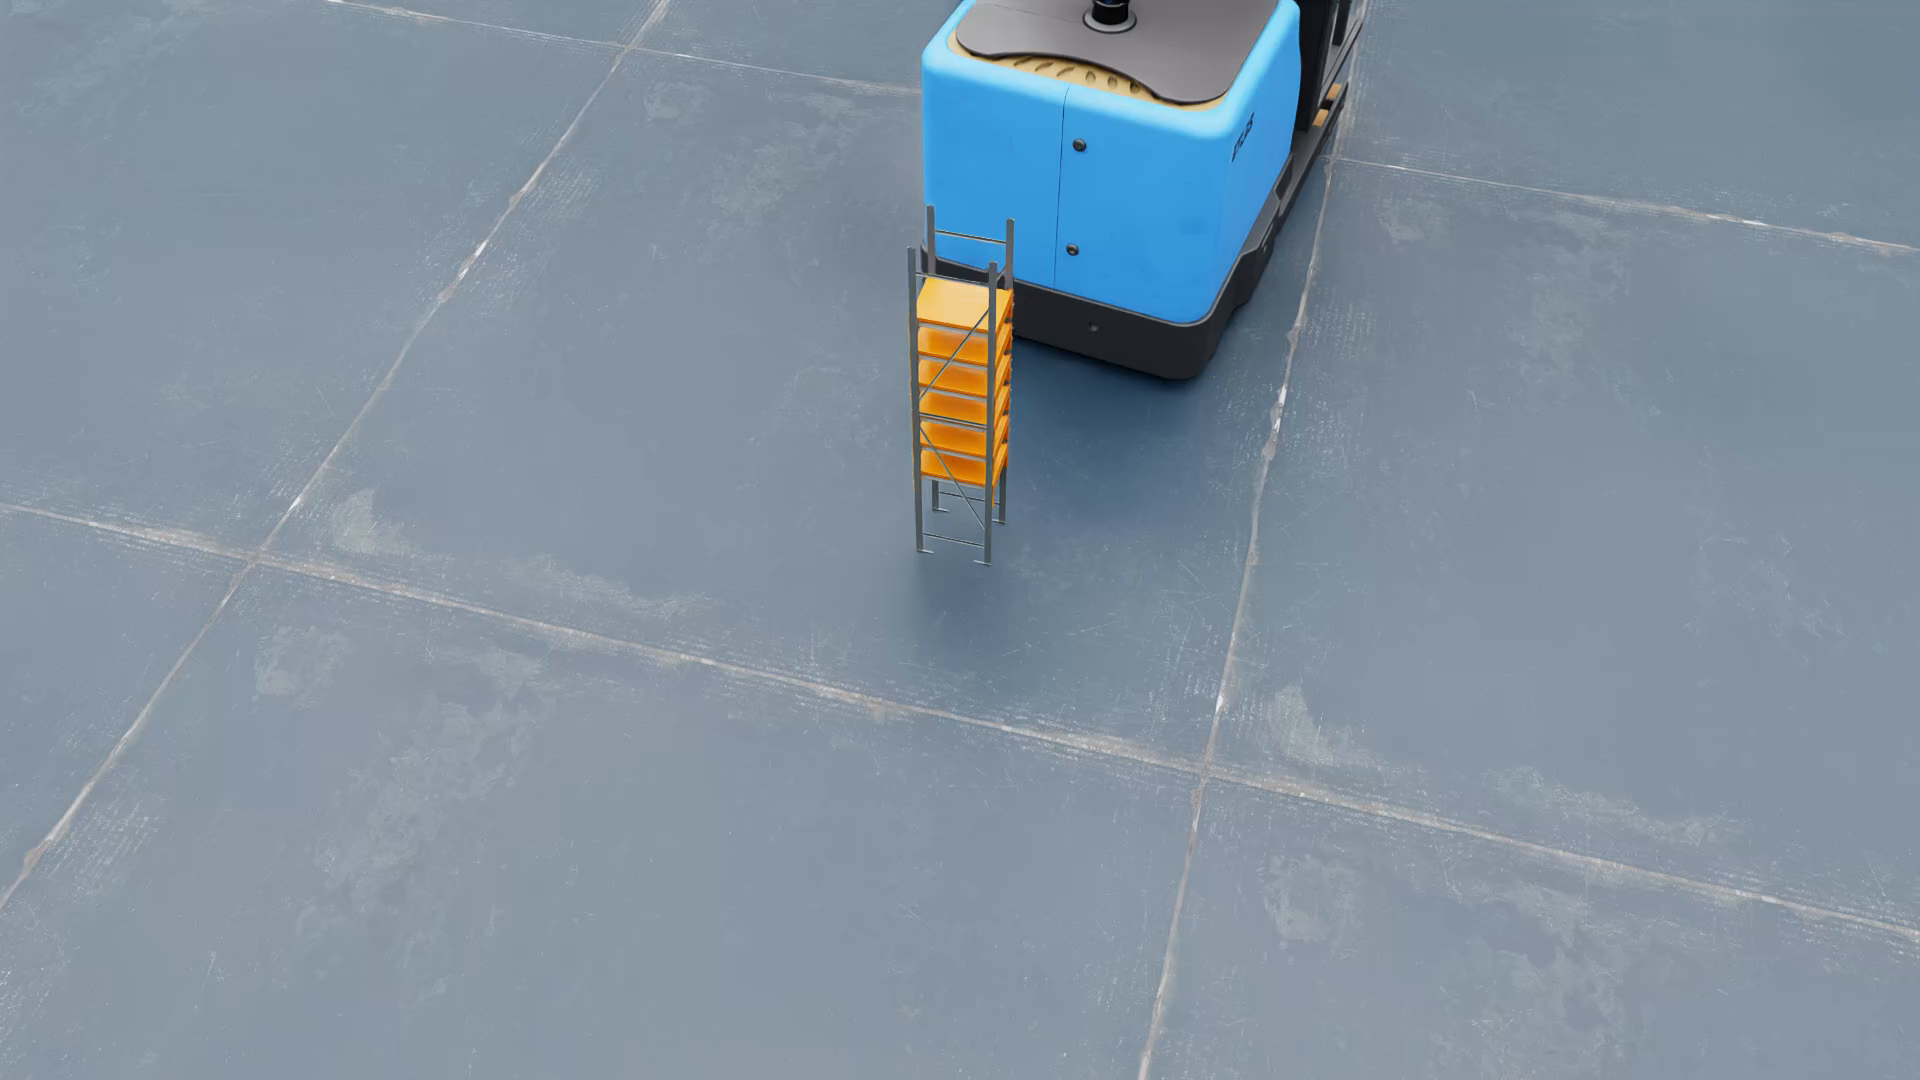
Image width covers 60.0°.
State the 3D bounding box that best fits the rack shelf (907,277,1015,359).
[{"bbox_3d":[0.004,-0.616,4.573,0.258,0.103,0.180,12,50,10],"label":"rack shelf"}]

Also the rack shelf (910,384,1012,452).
[{"bbox_3d":[0.004,-0.378,4.843,0.258,0.103,0.180,12,50,10],"label":"rack shelf"}]

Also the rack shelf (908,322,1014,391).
[{"bbox_3d":[0.004,-0.537,4.663,0.258,0.103,0.180,12,50,10],"label":"rack shelf"}]

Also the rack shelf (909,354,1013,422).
[{"bbox_3d":[0.004,-0.458,4.753,0.258,0.103,0.180,12,50,10],"label":"rack shelf"}]

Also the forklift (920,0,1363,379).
[{"bbox_3d":[0.915,-2.638,5.623,1.130,2.935,3.031,18,51,15],"label":"forklift"}]

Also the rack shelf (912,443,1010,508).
[{"bbox_3d":[0.004,-0.219,5.023,0.258,0.103,0.180,12,50,10],"label":"rack shelf"}]

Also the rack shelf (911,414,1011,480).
[{"bbox_3d":[0.004,-0.299,4.933,0.258,0.103,0.180,12,50,10],"label":"rack shelf"}]

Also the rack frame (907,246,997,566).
[{"bbox_3d":[-0.020,-0.341,4.751,0.240,1.200,0.006,12,50,10],"label":"rack frame"}]

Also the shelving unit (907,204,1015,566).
[{"bbox_3d":[0.004,-0.407,4.809,0.258,1.200,0.189,12,50,10],"label":"shelving unit"}]

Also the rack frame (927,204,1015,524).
[{"bbox_3d":[0.028,-0.474,4.868,0.240,1.200,0.006,12,50,10],"label":"rack frame"}]
